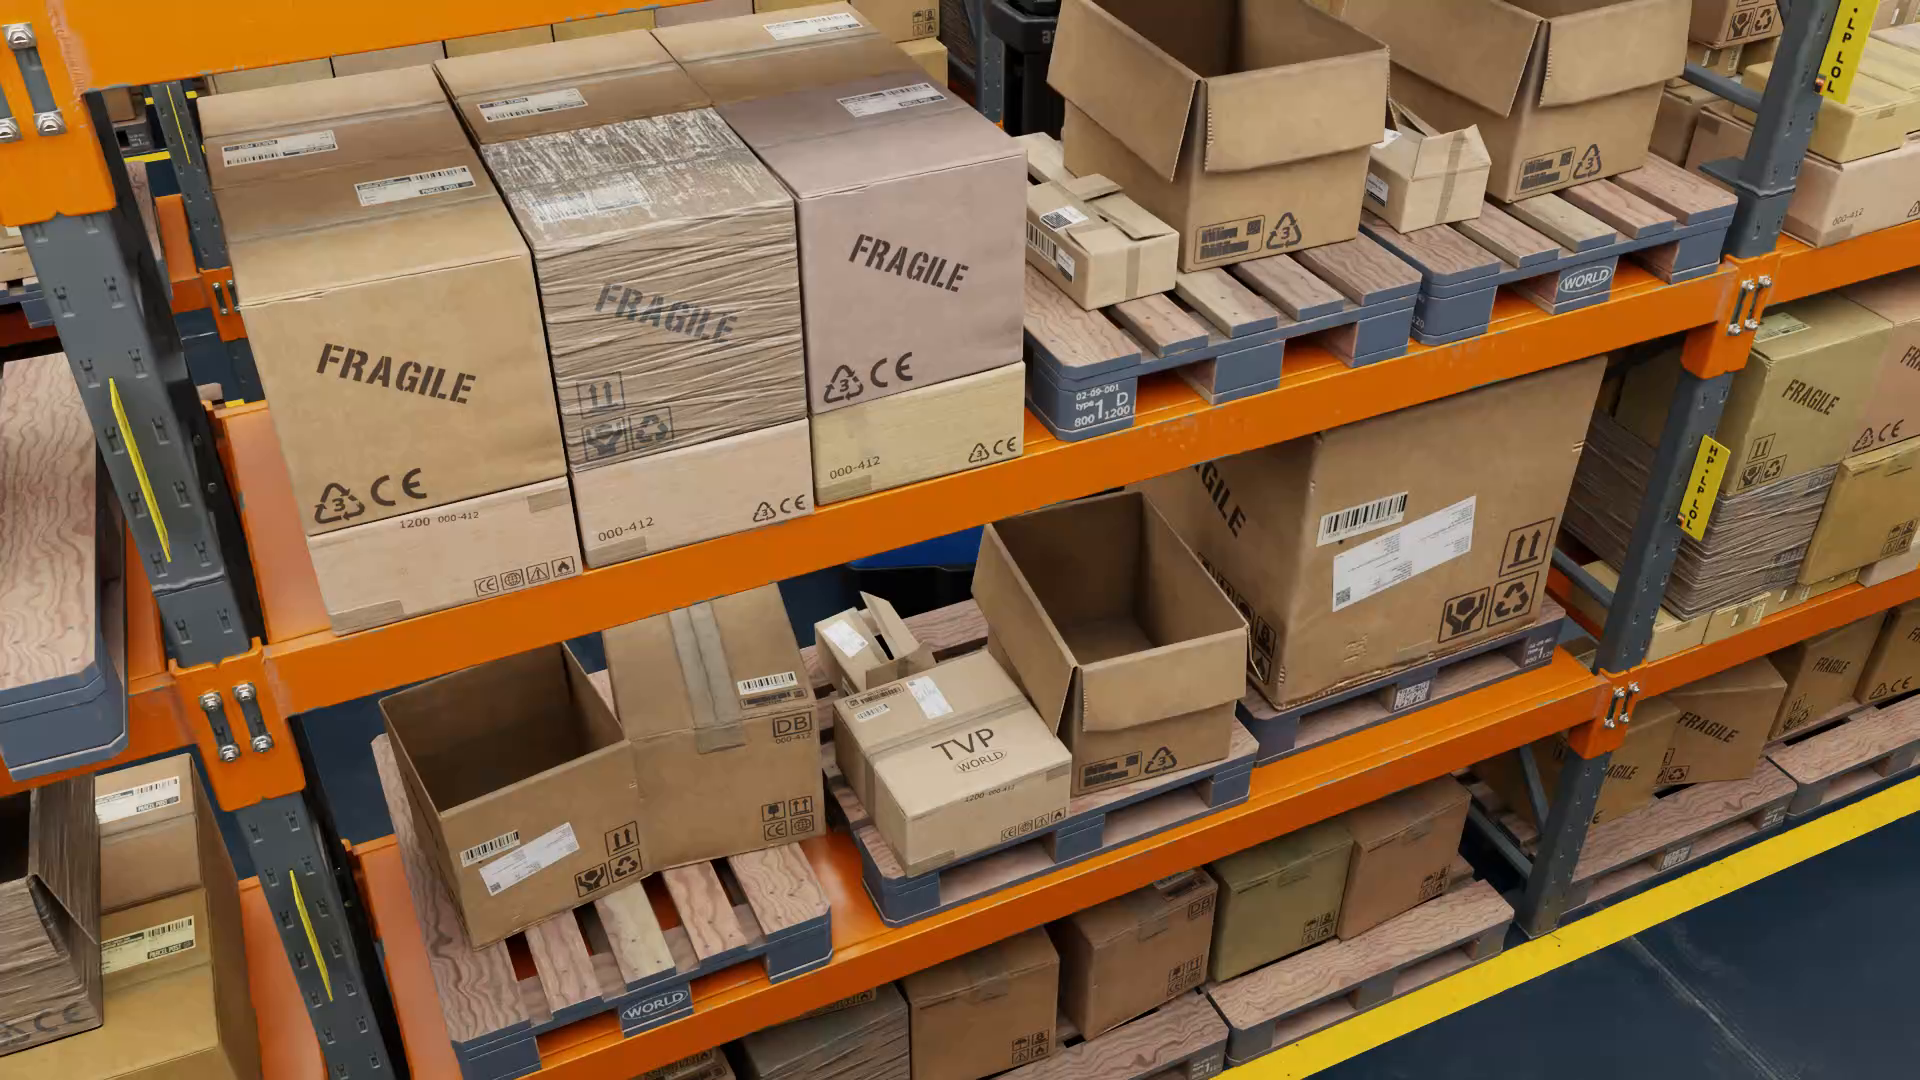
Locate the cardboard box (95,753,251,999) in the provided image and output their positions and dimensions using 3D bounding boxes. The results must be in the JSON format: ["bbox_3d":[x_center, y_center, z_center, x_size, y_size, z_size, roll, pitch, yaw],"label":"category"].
[{"bbox_3d":[-2.198,0.962,4.351,0.500,0.500,0.500,-14,39,-19],"label":"cardboard box"}]

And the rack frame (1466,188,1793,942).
[{"bbox_3d":[1.978,0.014,5.714,0.127,3.000,1.000,-16,39,-20],"label":"rack frame"}]

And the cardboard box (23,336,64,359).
[{"bbox_3d":[-4.166,-0.826,7.962,0.500,0.250,0.500,-17,40,-21],"label":"cardboard box"}]

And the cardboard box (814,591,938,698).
[{"bbox_3d":[-0.248,0.344,5.029,0.258,0.266,0.396,-17,40,-21],"label":"cardboard box"}]

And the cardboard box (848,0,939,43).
[{"bbox_3d":[-0.485,-3.000,8.853,0.500,0.500,0.700,-16,40,-21],"label":"cardboard box"}]

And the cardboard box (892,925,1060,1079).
[{"bbox_3d":[-0.038,1.378,5.603,0.500,0.500,0.700,-12,38,-16],"label":"cardboard box"}]

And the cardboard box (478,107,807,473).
[{"bbox_3d":[-0.647,-0.526,3.420,0.500,0.500,0.500,-15,39,-20],"label":"cardboard box"}]

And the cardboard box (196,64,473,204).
[{"bbox_3d":[-1.317,-0.675,3.621,0.500,0.500,0.500,-15,39,-19],"label":"cardboard box"}]

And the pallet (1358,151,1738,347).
[{"bbox_3d":[1.374,-1.017,4.743,1.003,0.211,1.213,-16,39,-20],"label":"pallet"}]

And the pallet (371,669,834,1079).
[{"bbox_3d":[-1.043,0.865,4.727,1.003,0.211,1.213,-16,39,-20],"label":"pallet"}]

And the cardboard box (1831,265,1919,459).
[{"bbox_3d":[2.946,-0.652,5.438,0.500,0.500,0.500,-16,39,-20],"label":"cardboard box"}]

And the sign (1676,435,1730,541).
[{"bbox_3d":[2.217,-0.153,4.967,0.005,0.325,0.100,-16,39,-20],"label":"sign"}]

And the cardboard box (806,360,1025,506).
[{"bbox_3d":[-0.183,-0.365,3.833,0.500,0.250,0.500,-15,39,-19],"label":"cardboard box"}]

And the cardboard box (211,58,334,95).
[{"bbox_3d":[-3.248,-2.224,7.808,0.500,0.500,0.700,-16,39,-20],"label":"cardboard box"}]

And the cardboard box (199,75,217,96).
[{"bbox_3d":[-5.338,-3.569,12.397,0.625,0.372,0.950,-18,40,-23],"label":"cardboard box"}]

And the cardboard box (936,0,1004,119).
[{"bbox_3d":[0.291,-2.847,9.445,0.550,0.550,0.875,-16,39,-20],"label":"cardboard box"}]

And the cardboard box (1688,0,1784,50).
[{"bbox_3d":[2.277,-1.803,4.892,0.500,0.500,0.500,-17,40,-21],"label":"cardboard box"}]

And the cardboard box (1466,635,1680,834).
[{"bbox_3d":[2.357,0.769,6.441,0.500,0.500,0.500,-17,40,-21],"label":"cardboard box"}]

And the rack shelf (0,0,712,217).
[{"bbox_3d":[0.168,-1.440,3.578,4.000,0.370,1.077,-16,39,-20],"label":"rack shelf"}]

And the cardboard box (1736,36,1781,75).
[{"bbox_3d":[2.431,-1.548,5.092,0.250,0.149,0.380,-15,39,-19],"label":"cardboard box"}]

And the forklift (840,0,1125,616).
[{"bbox_3d":[0.925,-1.168,7.364,3.031,2.935,1.130,-3,37,-4],"label":"forklift"}]

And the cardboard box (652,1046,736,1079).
[{"bbox_3d":[-1.045,1.673,5.206,0.500,0.500,0.700,-18,40,-22],"label":"cardboard box"}]

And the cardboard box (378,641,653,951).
[{"bbox_3d":[-1.171,0.659,4.407,0.500,0.500,0.500,-21,41,-25],"label":"cardboard box"}]

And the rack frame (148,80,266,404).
[{"bbox_3d":[-3.659,-1.674,7.990,0.127,3.000,1.000,-16,39,-20],"label":"rack frame"}]

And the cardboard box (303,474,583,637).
[{"bbox_3d":[-1.109,-0.100,3.475,0.500,0.250,0.500,-15,39,-19],"label":"cardboard box"}]

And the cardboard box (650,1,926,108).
[{"bbox_3d":[-0.403,-0.928,3.962,0.500,0.500,0.500,-15,39,-19],"label":"cardboard box"}]

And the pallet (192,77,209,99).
[{"bbox_3d":[-5.145,-3.395,12.650,1.213,0.211,1.003,-16,39,-20],"label":"pallet"}]

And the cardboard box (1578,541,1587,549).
[{"bbox_3d":[2.278,-0.157,6.154,0.250,0.149,0.380,-16,39,-20],"label":"cardboard box"}]

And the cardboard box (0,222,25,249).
[{"bbox_3d":[-4.153,-1.423,7.259,0.250,0.149,0.380,-14,39,-18],"label":"cardboard box"}]

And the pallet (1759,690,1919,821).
[{"bbox_3d":[3.677,0.633,7.219,1.213,0.211,1.003,-16,39,-20],"label":"pallet"}]

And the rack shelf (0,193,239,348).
[{"bbox_3d":[-5.469,-0.879,7.521,4.000,0.370,1.077,-16,39,-20],"label":"rack shelf"}]

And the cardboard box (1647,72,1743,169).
[{"bbox_3d":[2.280,-1.387,5.210,0.500,0.250,0.500,-14,39,-18],"label":"cardboard box"}]

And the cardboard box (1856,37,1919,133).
[{"bbox_3d":[2.616,-1.311,4.773,0.250,0.149,0.380,-18,40,-22],"label":"cardboard box"}]

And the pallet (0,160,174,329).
[{"bbox_3d":[-4.258,-1.360,7.726,1.003,0.211,1.213,-16,39,-20],"label":"pallet"}]

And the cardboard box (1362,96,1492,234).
[{"bbox_3d":[1.170,-1.014,4.342,0.258,0.266,0.396,-14,39,-18],"label":"cardboard box"}]

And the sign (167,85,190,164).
[{"bbox_3d":[-3.419,-1.817,7.277,0.005,0.325,0.100,-16,39,-20],"label":"sign"}]

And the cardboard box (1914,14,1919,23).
[{"bbox_3d":[3.074,-1.454,4.966,0.250,0.149,0.380,-14,39,-19],"label":"cardboard box"}]

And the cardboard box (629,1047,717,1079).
[{"bbox_3d":[-1.049,1.366,4.989,0.500,0.250,0.500,-14,39,-18],"label":"cardboard box"}]

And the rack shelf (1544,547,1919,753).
[{"bbox_3d":[3.789,-0.204,6.611,4.000,0.370,1.077,-16,39,-20],"label":"rack shelf"}]

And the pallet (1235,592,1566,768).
[{"bbox_3d":[1.225,0.206,5.616,1.213,0.211,1.003,-16,39,-20],"label":"pallet"}]

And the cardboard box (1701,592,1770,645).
[{"bbox_3d":[2.533,0.166,5.719,0.250,0.149,0.380,-16,39,-20],"label":"cardboard box"}]

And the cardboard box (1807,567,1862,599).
[{"bbox_3d":[2.969,0.019,5.917,0.250,0.149,0.380,-16,39,-20],"label":"cardboard box"}]

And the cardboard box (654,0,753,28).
[{"bbox_3d":[-1.407,-2.741,8.504,0.500,0.500,0.700,-15,39,-20],"label":"cardboard box"}]

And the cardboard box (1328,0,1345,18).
[{"bbox_3d":[2.218,-3.416,10.212,0.550,0.550,0.875,-16,39,-20],"label":"cardboard box"}]

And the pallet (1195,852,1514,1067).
[{"bbox_3d":[1.274,1.331,6.278,1.213,0.211,1.003,-16,39,-20],"label":"pallet"}]

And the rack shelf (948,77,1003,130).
[{"bbox_3d":[1.773,-2.904,10.251,4.000,0.370,1.077,-16,39,-20],"label":"rack shelf"}]

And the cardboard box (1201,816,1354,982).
[{"bbox_3d":[0.974,1.095,5.985,0.500,0.500,0.700,-16,39,-20],"label":"cardboard box"}]

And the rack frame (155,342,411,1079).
[{"bbox_3d":[-1.643,1.026,4.349,0.127,3.000,1.000,-16,39,-20],"label":"rack frame"}]

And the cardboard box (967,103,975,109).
[{"bbox_3d":[0.562,-2.124,10.026,0.875,0.875,0.875,-15,39,-19],"label":"cardboard box"}]

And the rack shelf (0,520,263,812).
[{"bbox_3d":[-3.453,0.616,2.987,4.000,0.370,1.077,-16,39,-20],"label":"rack shelf"}]

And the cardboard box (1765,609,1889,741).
[{"bbox_3d":[3.401,0.421,6.911,0.500,0.500,0.500,-19,41,-24],"label":"cardboard box"}]

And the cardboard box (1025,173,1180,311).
[{"bbox_3d":[0.324,-0.738,4.052,0.250,0.166,0.380,-17,40,-21],"label":"cardboard box"}]

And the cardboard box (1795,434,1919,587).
[{"bbox_3d":[2.880,-0.334,5.849,0.500,0.500,0.875,-16,39,-20],"label":"cardboard box"}]

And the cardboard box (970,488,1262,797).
[{"bbox_3d":[0.448,0.292,4.899,0.637,0.503,0.797,-12,38,-15],"label":"cardboard box"}]

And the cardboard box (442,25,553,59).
[{"bbox_3d":[-2.327,-2.484,8.158,0.500,0.500,0.700,-16,40,-21],"label":"cardboard box"}]

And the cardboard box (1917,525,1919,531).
[{"bbox_3d":[3.422,-0.107,6.088,0.250,0.149,0.380,-16,39,-20],"label":"cardboard box"}]

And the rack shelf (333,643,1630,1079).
[{"bbox_3d":[0.168,0.809,5.246,4.000,0.370,1.077,-16,39,-20],"label":"rack shelf"}]
